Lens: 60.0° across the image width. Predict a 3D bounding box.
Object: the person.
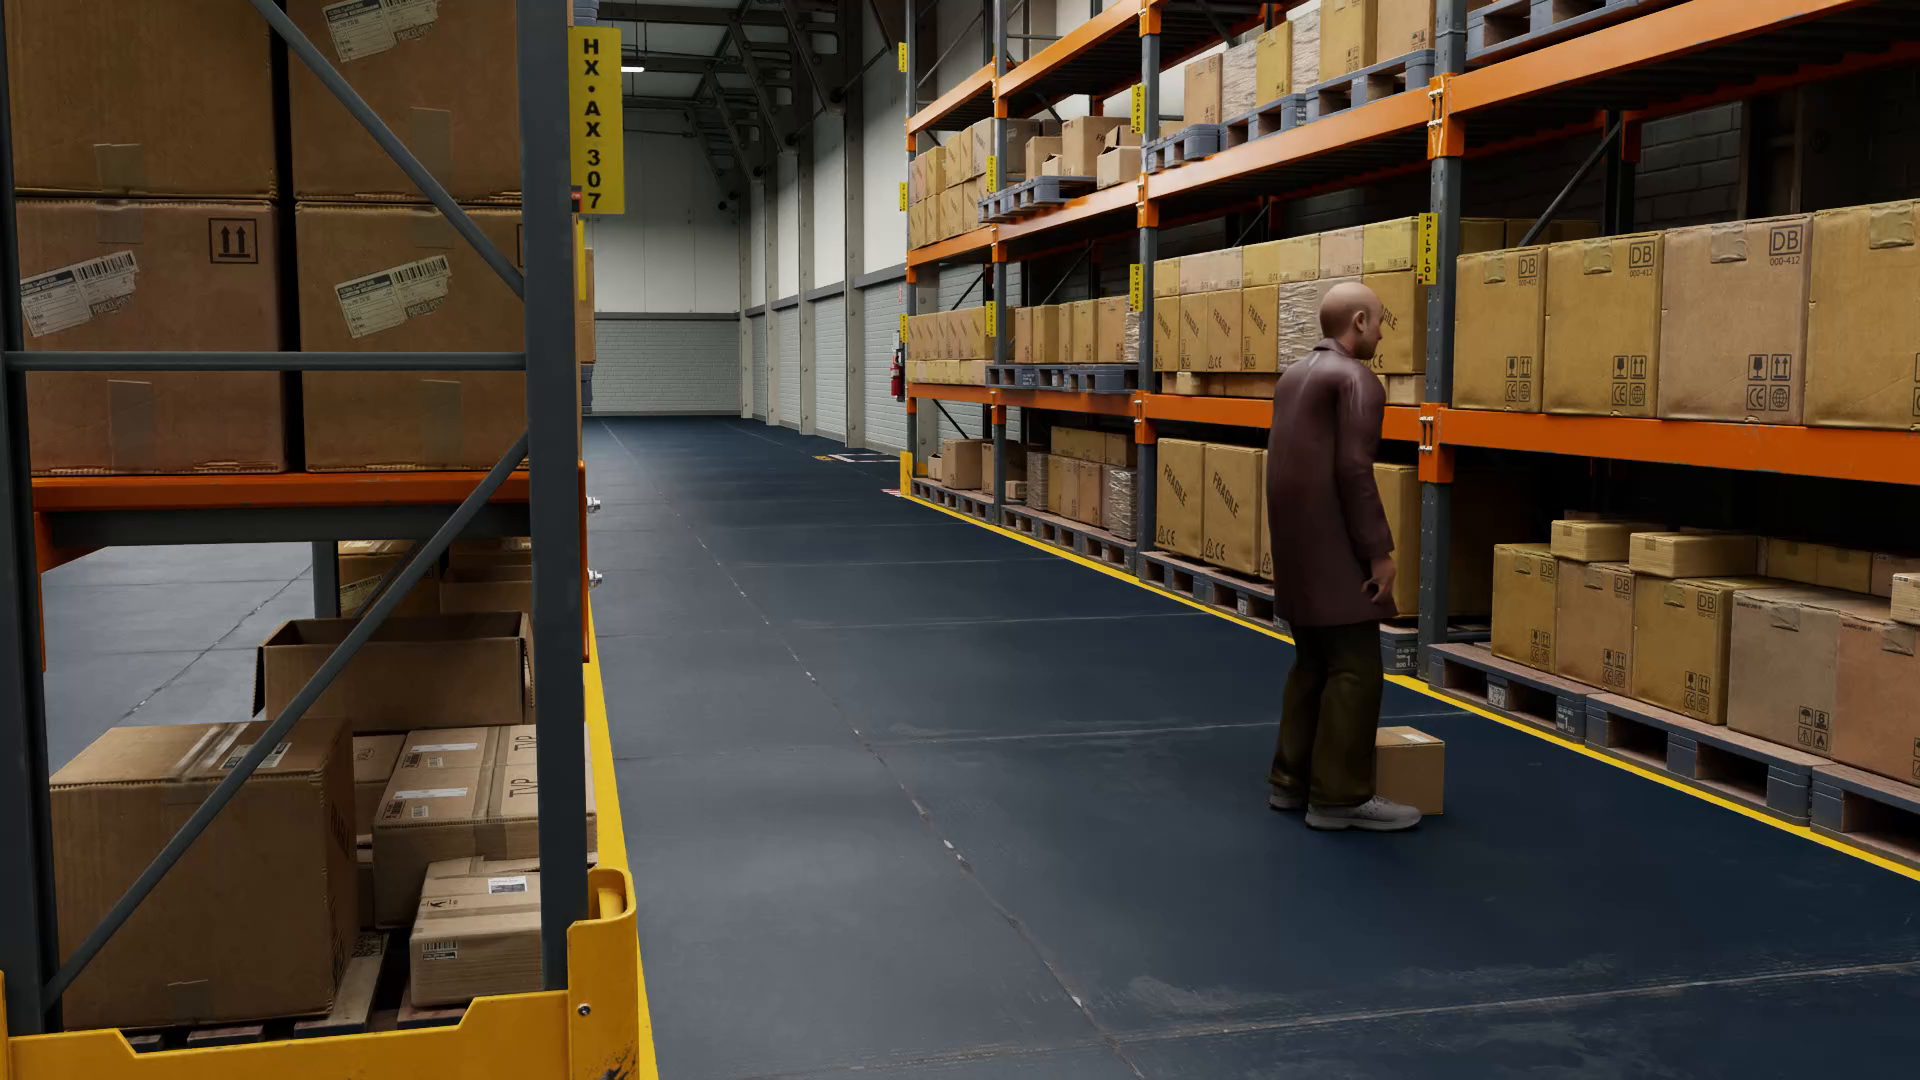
[{"bbox_3d":[1.239,0.038,5.522,0.419,1.774,0.646,-2,6,-14],"label":"person"}]
